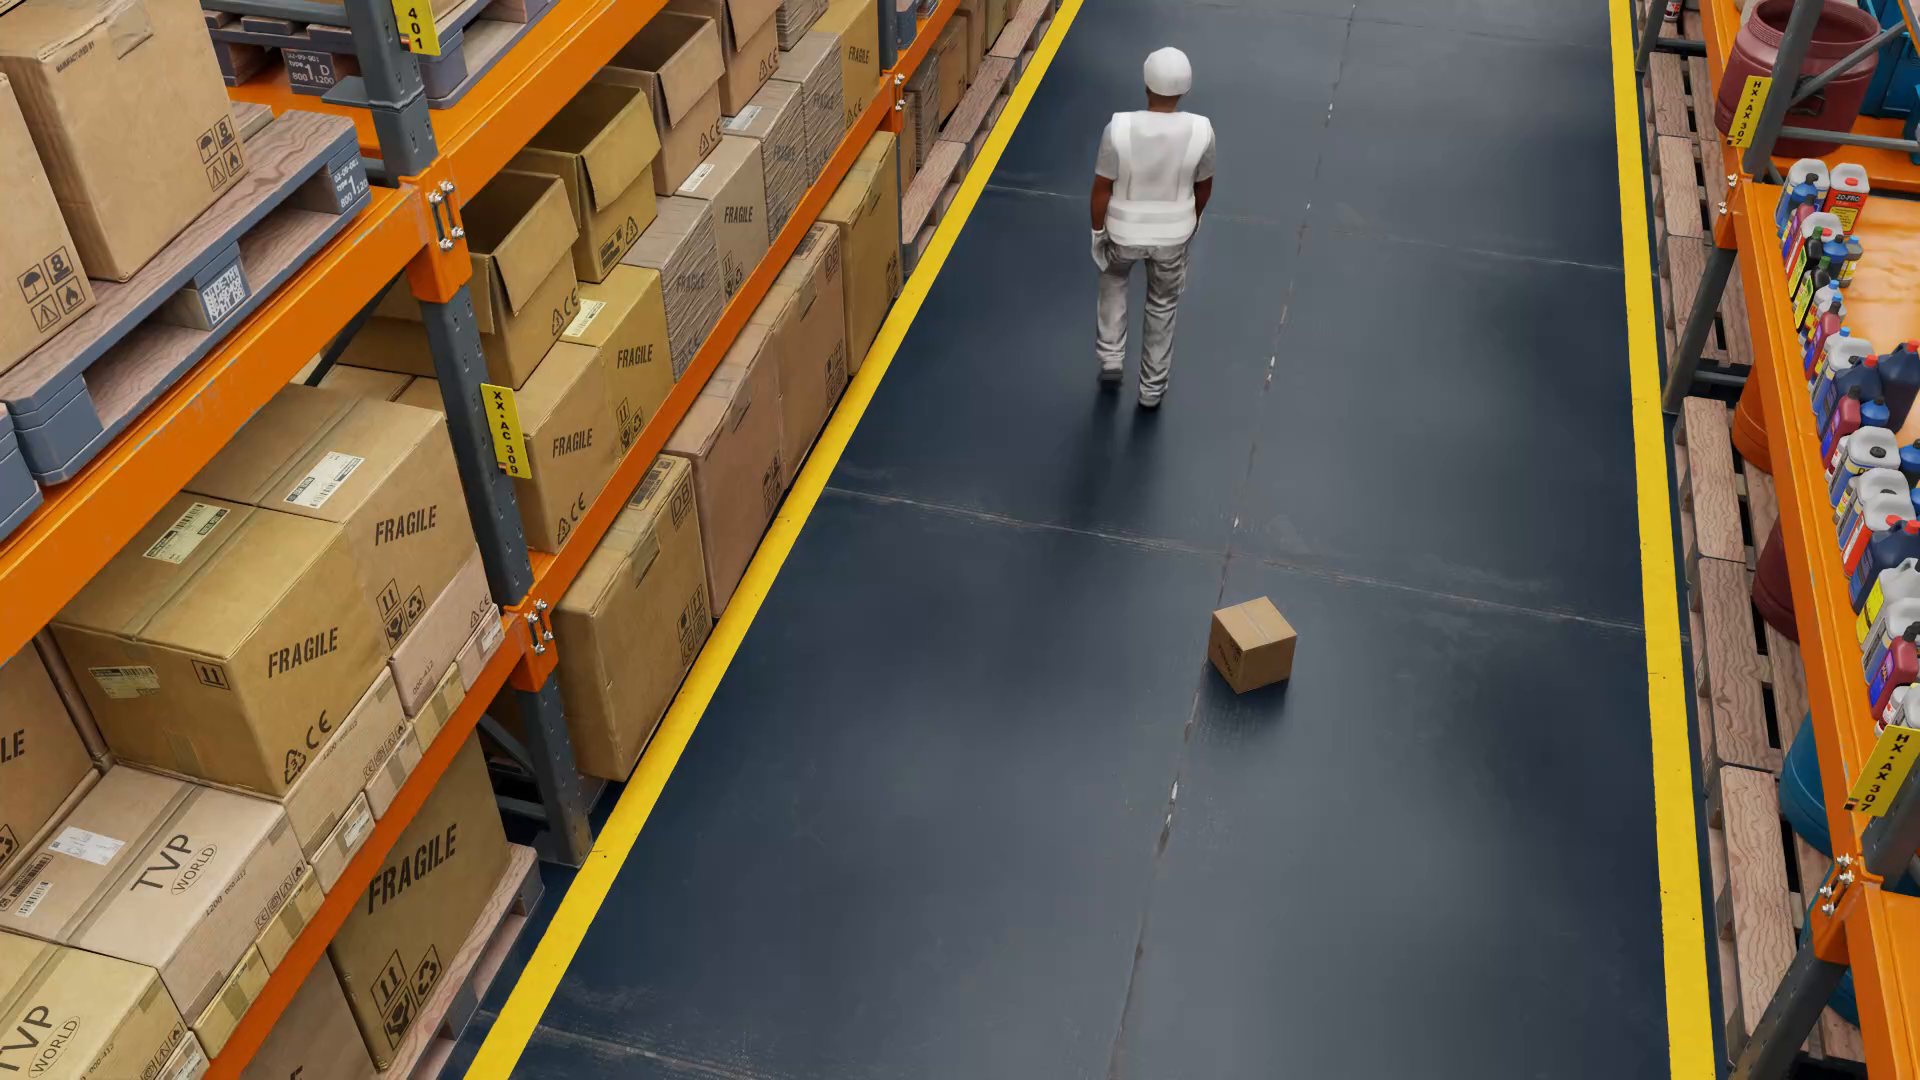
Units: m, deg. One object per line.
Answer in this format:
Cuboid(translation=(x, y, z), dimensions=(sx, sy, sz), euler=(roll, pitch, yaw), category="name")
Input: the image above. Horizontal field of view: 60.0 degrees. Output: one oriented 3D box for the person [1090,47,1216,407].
Cuboid(translation=(0.891, -1.462, 7.838), dimensions=(0.559, 1.826, 0.476), euler=(4, 41, 5), category="person")
